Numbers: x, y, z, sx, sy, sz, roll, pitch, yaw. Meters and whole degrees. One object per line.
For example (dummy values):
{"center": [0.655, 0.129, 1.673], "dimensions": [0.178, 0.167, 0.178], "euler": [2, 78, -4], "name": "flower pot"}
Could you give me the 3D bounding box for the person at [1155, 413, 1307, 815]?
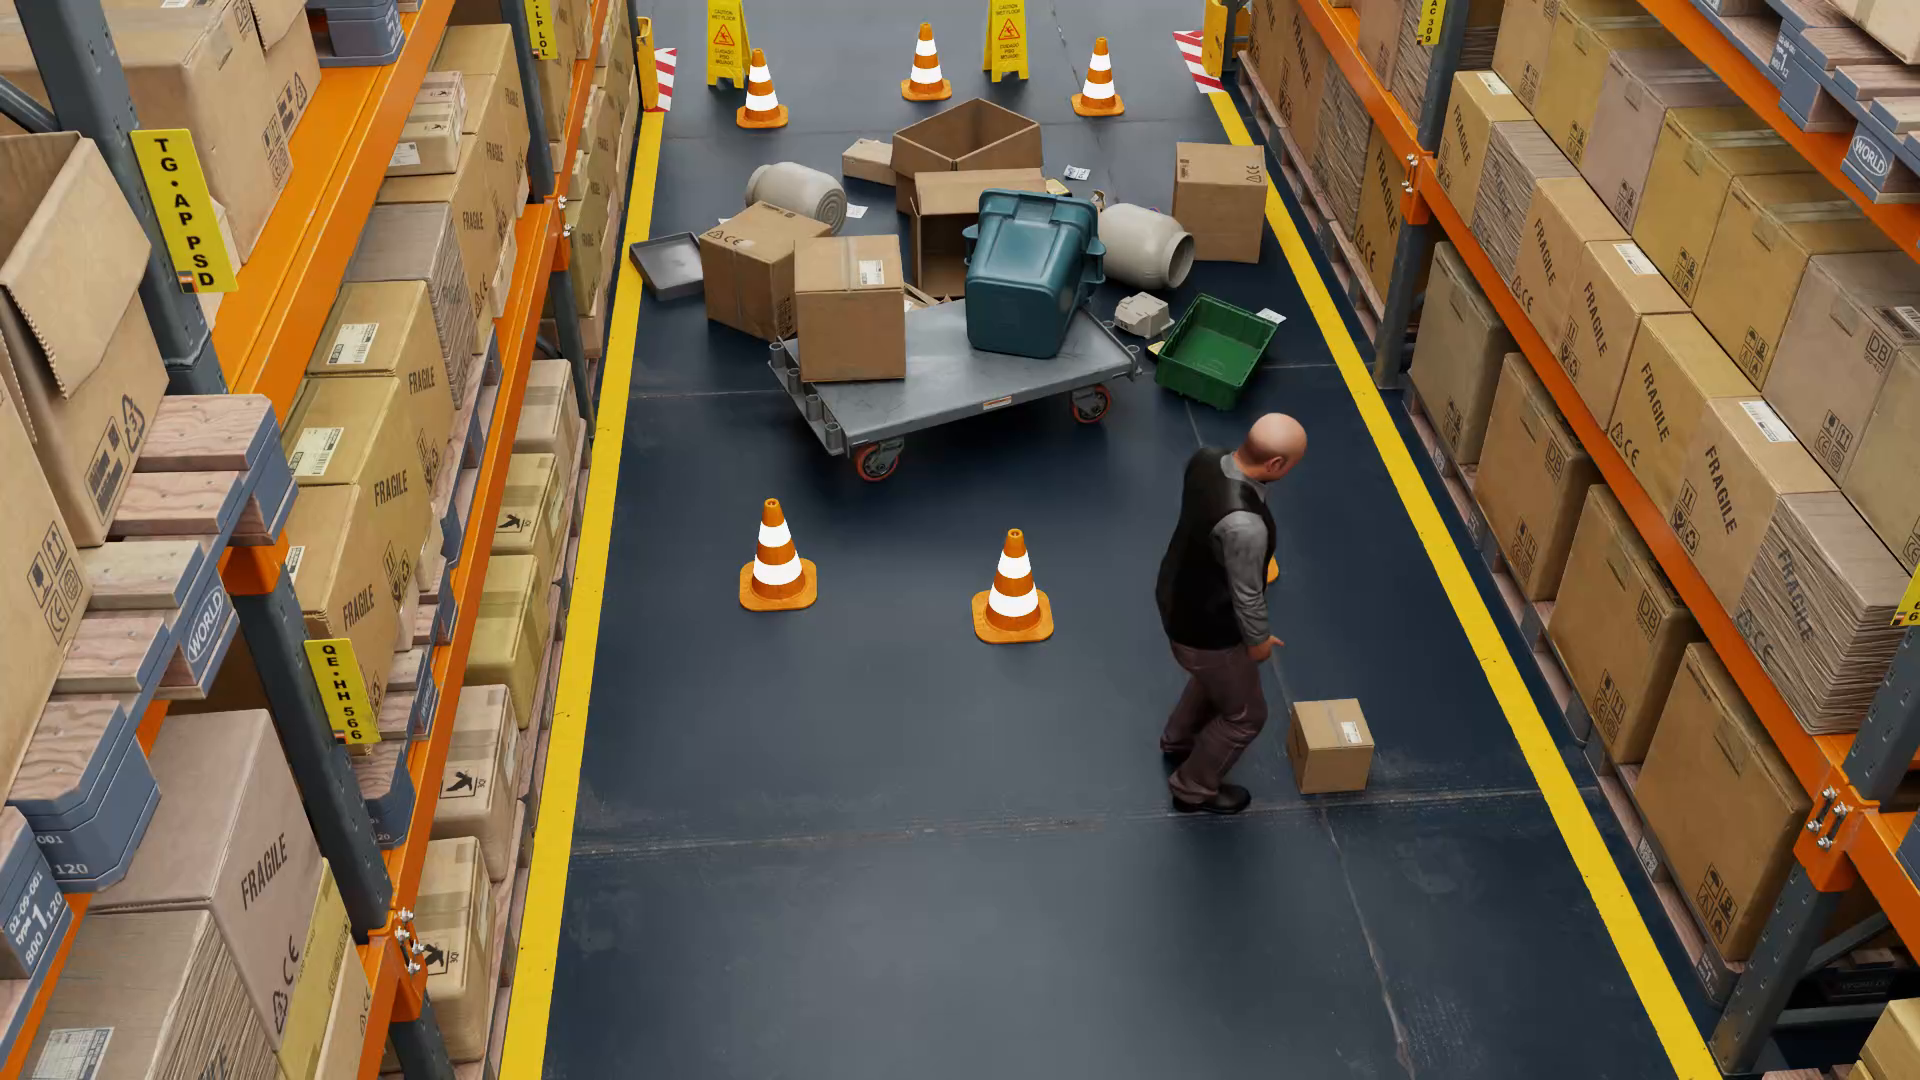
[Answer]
{"center": [0.925, 0.254, 5.917], "dimensions": [0.453, 1.658, 0.563], "euler": [-2, 39, -3], "name": "person"}
